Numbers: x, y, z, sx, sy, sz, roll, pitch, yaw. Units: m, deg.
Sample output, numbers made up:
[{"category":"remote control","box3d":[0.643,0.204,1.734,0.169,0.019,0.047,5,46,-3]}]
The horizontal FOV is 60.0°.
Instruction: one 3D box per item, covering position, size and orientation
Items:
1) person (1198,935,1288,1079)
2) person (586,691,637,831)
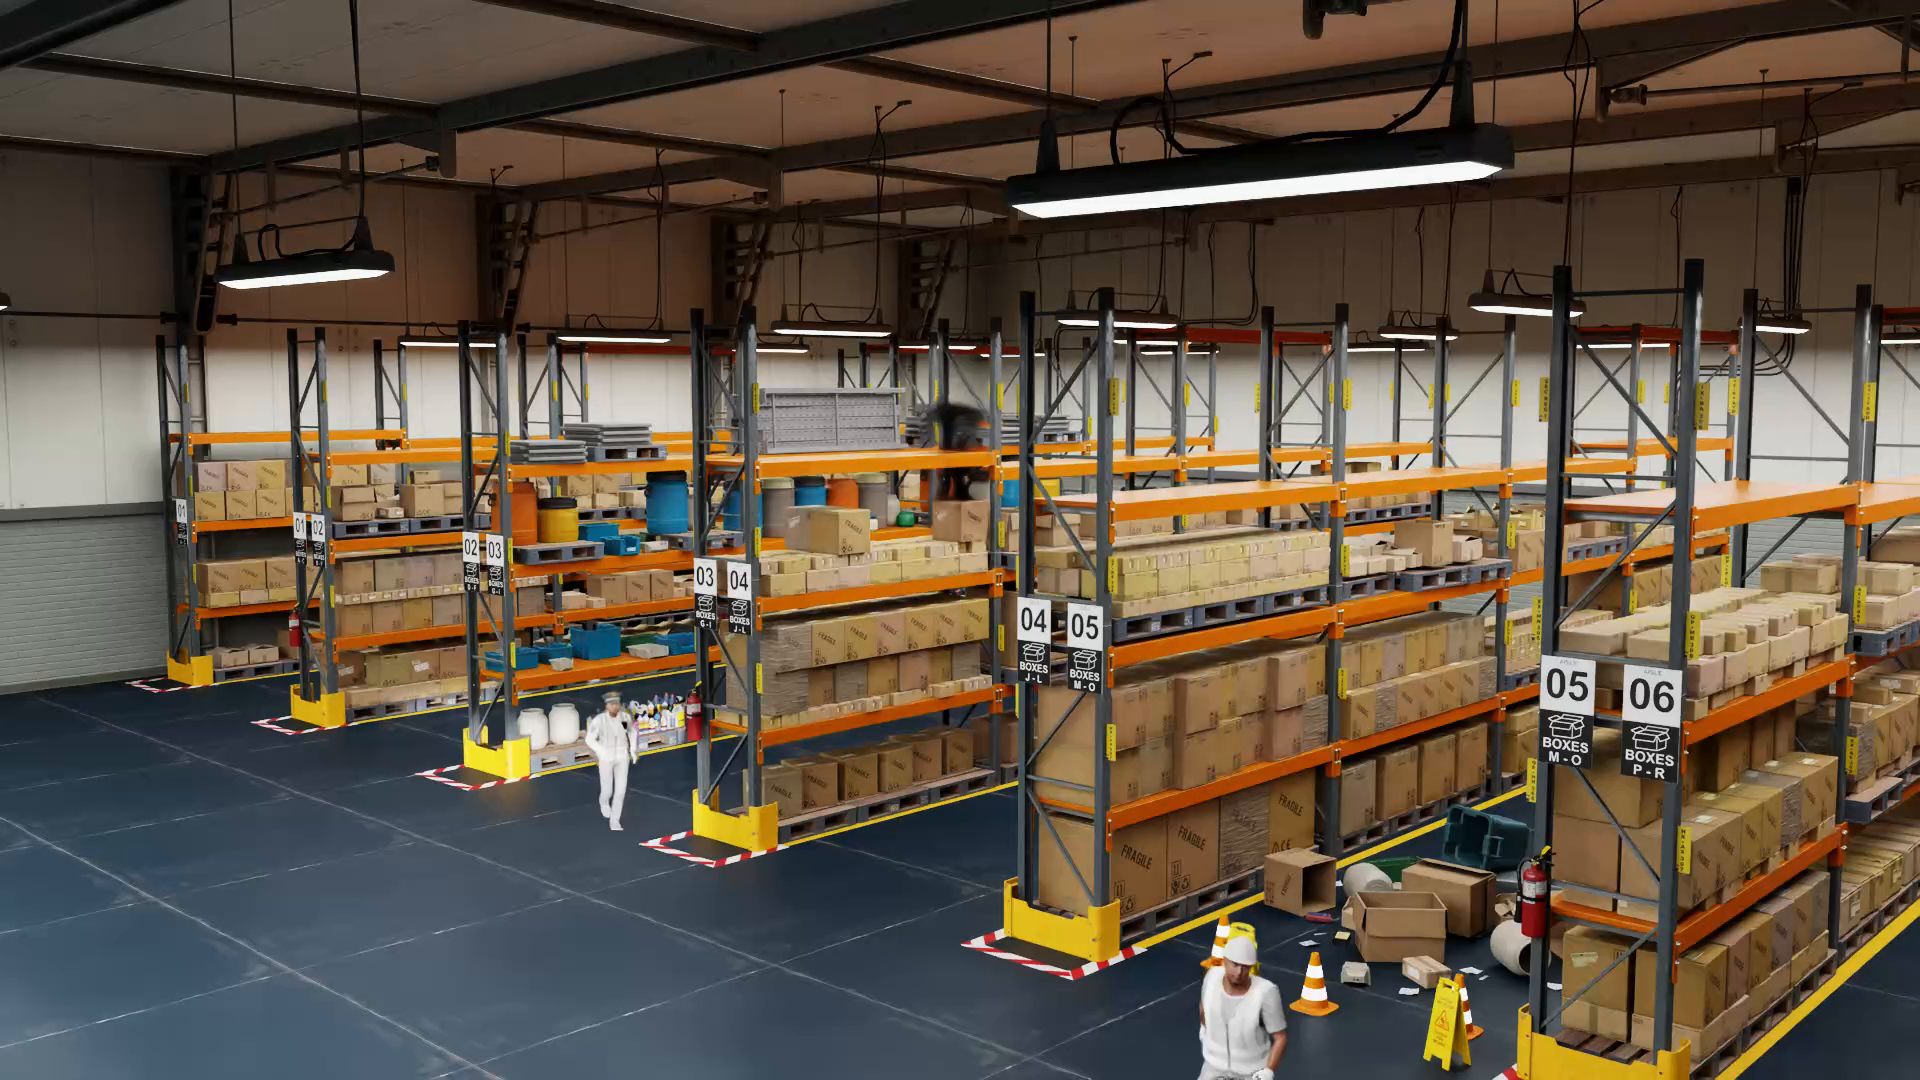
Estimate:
[{"category":"person","box3d":[1.742,3.317,10.489,0.680,1.724,0.817,2,6,24]},{"category":"person","box3d":[-4.062,2.546,19.400,0.609,1.628,0.719,-2,6,-20]}]
